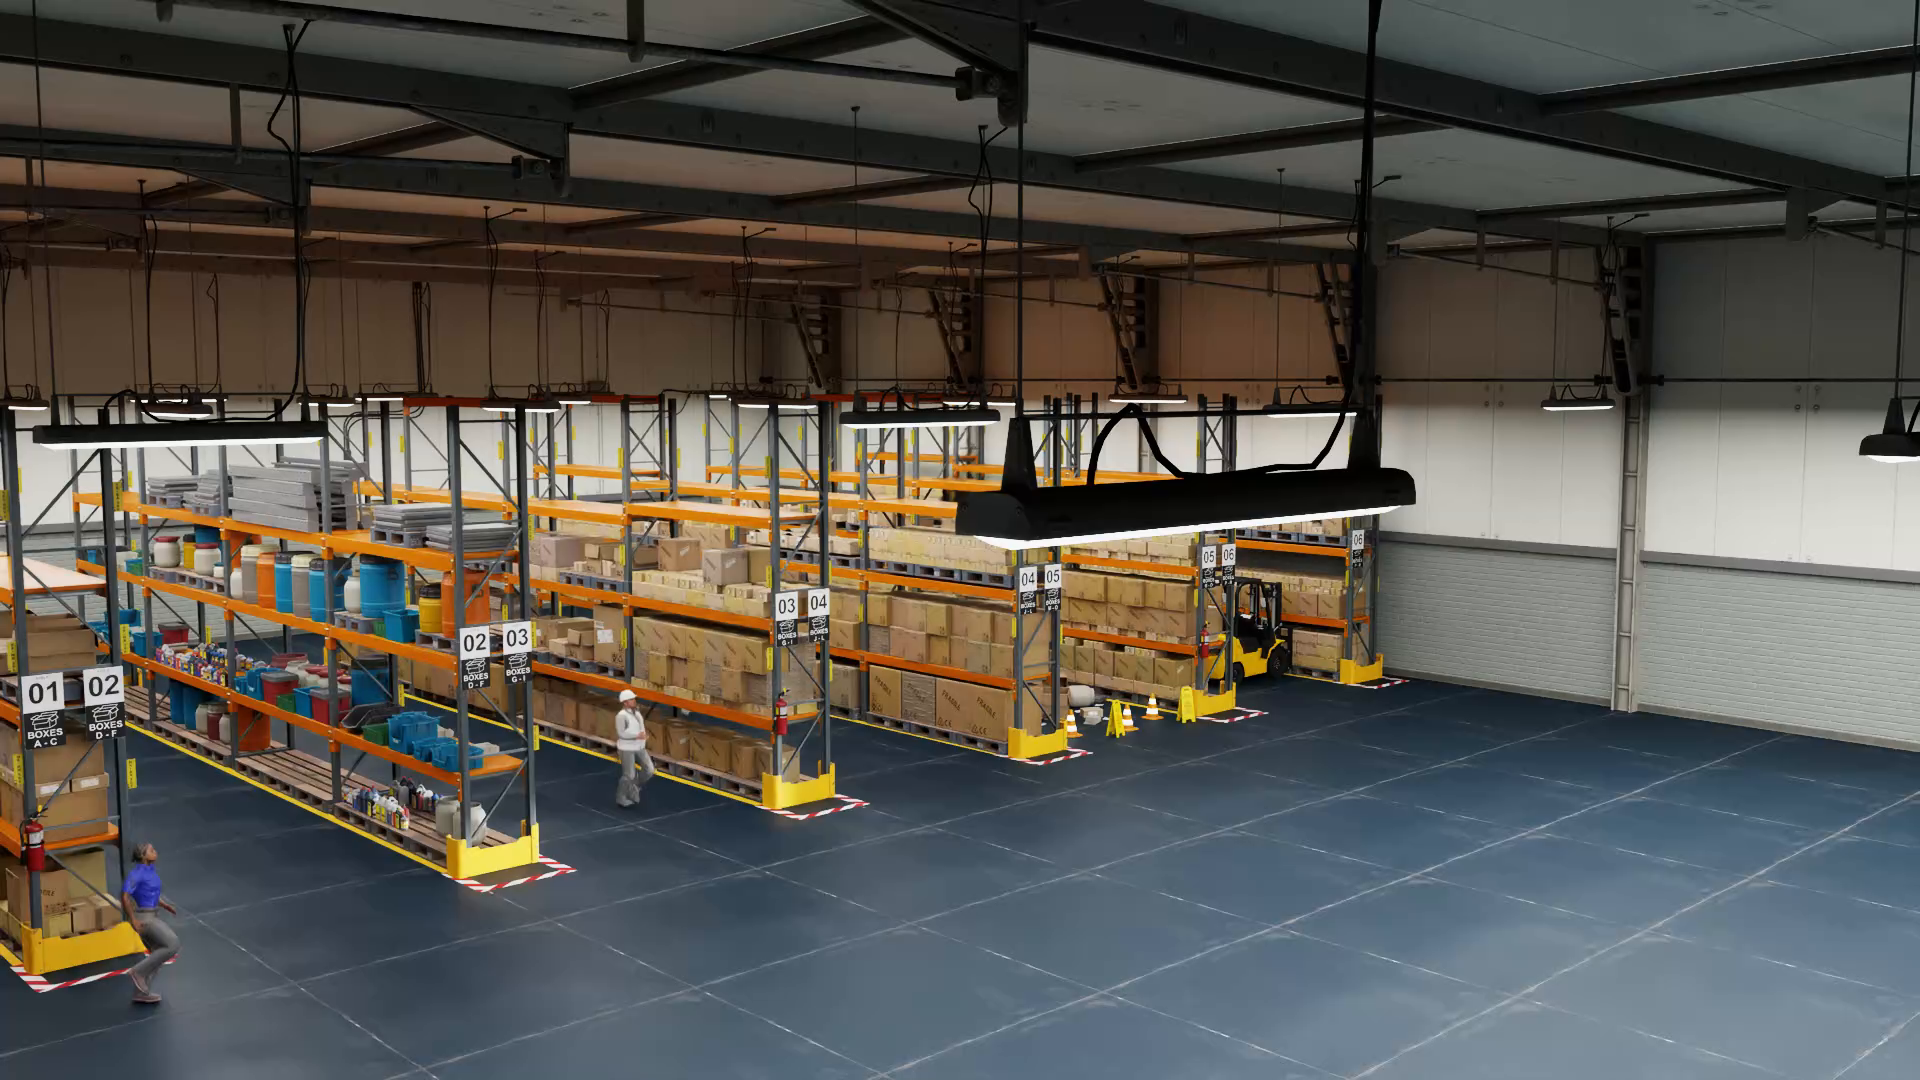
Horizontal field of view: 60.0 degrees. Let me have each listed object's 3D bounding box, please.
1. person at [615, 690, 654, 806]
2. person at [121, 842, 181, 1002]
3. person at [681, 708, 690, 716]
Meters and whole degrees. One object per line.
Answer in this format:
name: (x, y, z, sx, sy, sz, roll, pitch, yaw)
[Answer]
person: (-4.821, 3.072, 24.590, 0.650, 1.735, 0.635, 3, 6, 27)
person: (-8.279, 3.893, 17.075, 0.513, 1.587, 0.607, -2, 6, -18)
person: (-5.093, 2.435, 31.290, 0.799, 1.762, 0.691, 5, 7, 40)
